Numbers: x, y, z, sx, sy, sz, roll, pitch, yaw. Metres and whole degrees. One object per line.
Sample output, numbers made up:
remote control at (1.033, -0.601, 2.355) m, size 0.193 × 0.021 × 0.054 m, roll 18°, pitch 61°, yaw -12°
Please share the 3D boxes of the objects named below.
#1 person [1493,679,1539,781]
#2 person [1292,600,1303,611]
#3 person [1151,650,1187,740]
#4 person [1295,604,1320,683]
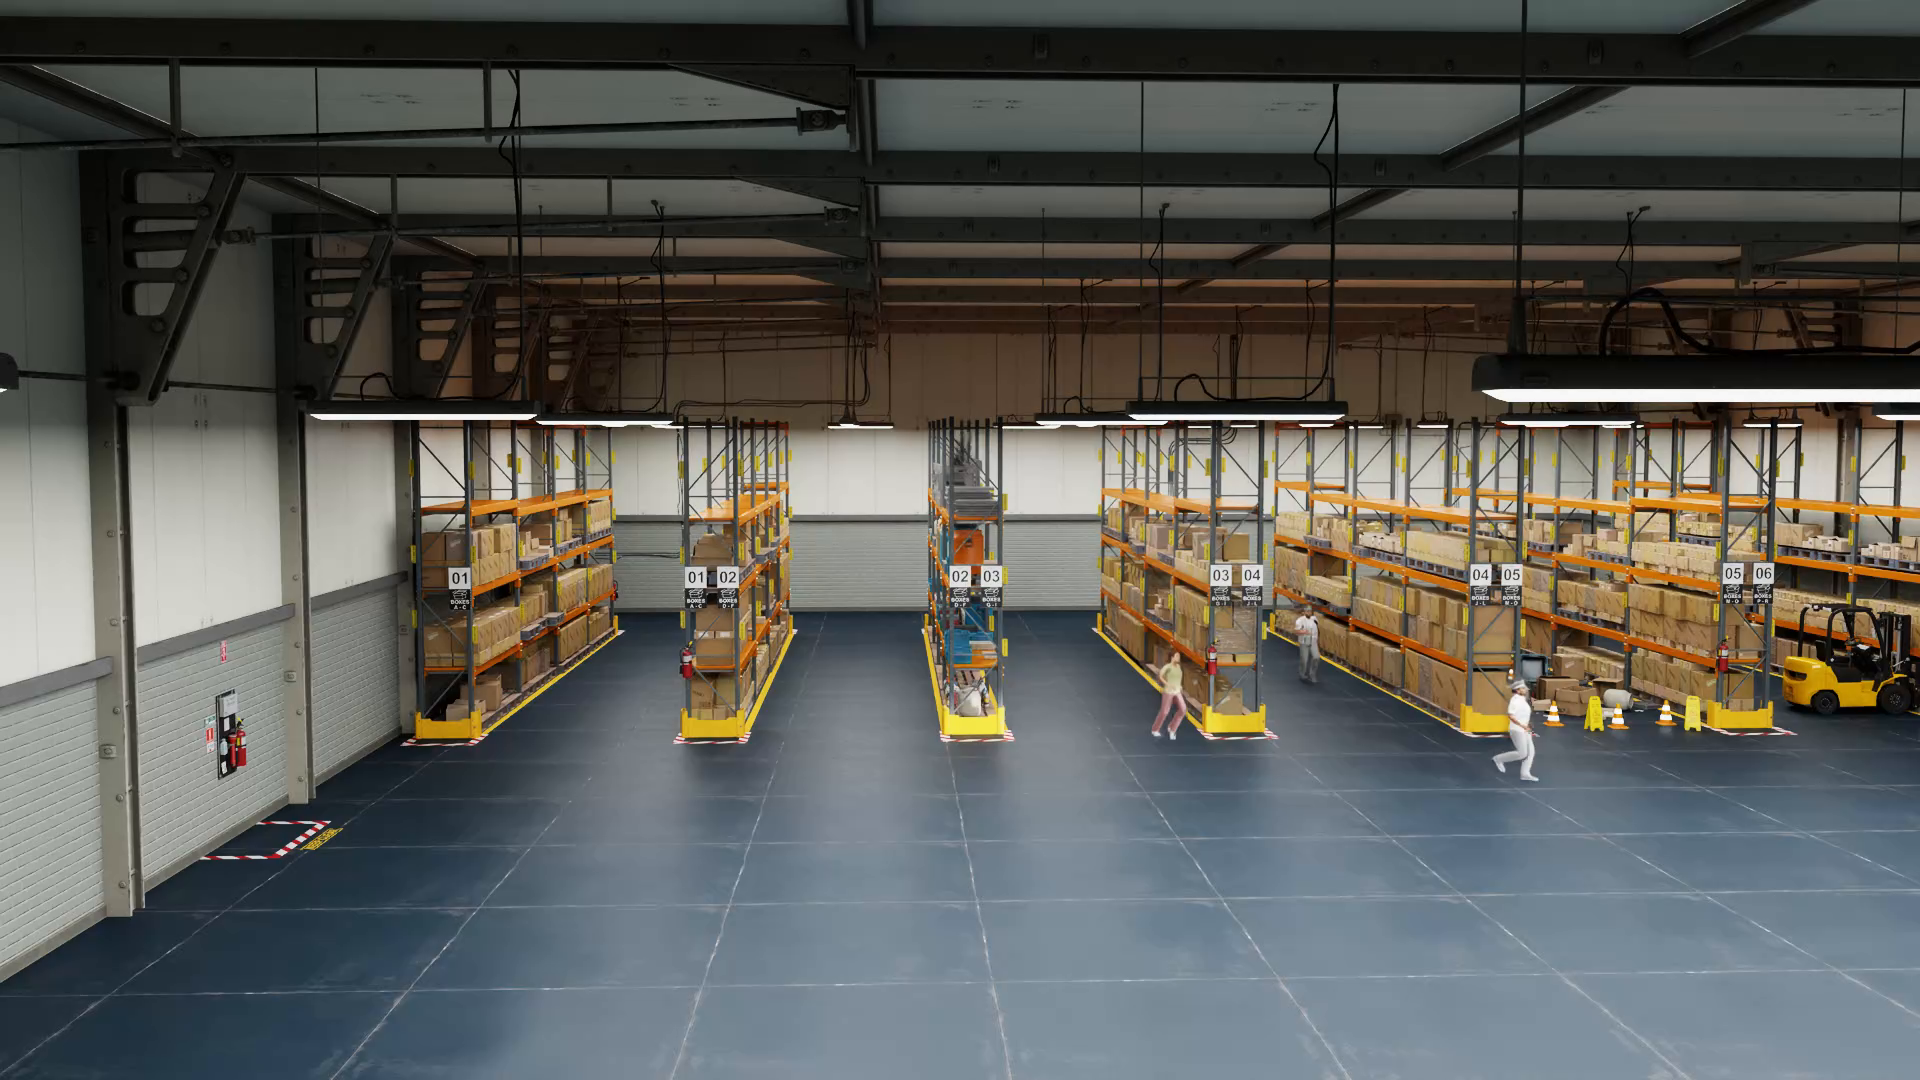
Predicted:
person at (9.153, 3.106, 27.282) m, size 0.707 × 1.663 × 0.593 m, roll 2°, pitch 4°, yaw 31°
person at (10.005, 1.677, 49.083) m, size 0.687 × 1.688 × 0.772 m, roll 3°, pitch 5°, yaw 39°
person at (3.971, 2.880, 31.072) m, size 0.637 × 1.660 × 0.666 m, roll -3°, pitch 4°, yaw -34°
person at (7.947, 2.382, 37.951) m, size 0.638 × 1.834 × 0.767 m, roll 0°, pitch 4°, yaw -6°
